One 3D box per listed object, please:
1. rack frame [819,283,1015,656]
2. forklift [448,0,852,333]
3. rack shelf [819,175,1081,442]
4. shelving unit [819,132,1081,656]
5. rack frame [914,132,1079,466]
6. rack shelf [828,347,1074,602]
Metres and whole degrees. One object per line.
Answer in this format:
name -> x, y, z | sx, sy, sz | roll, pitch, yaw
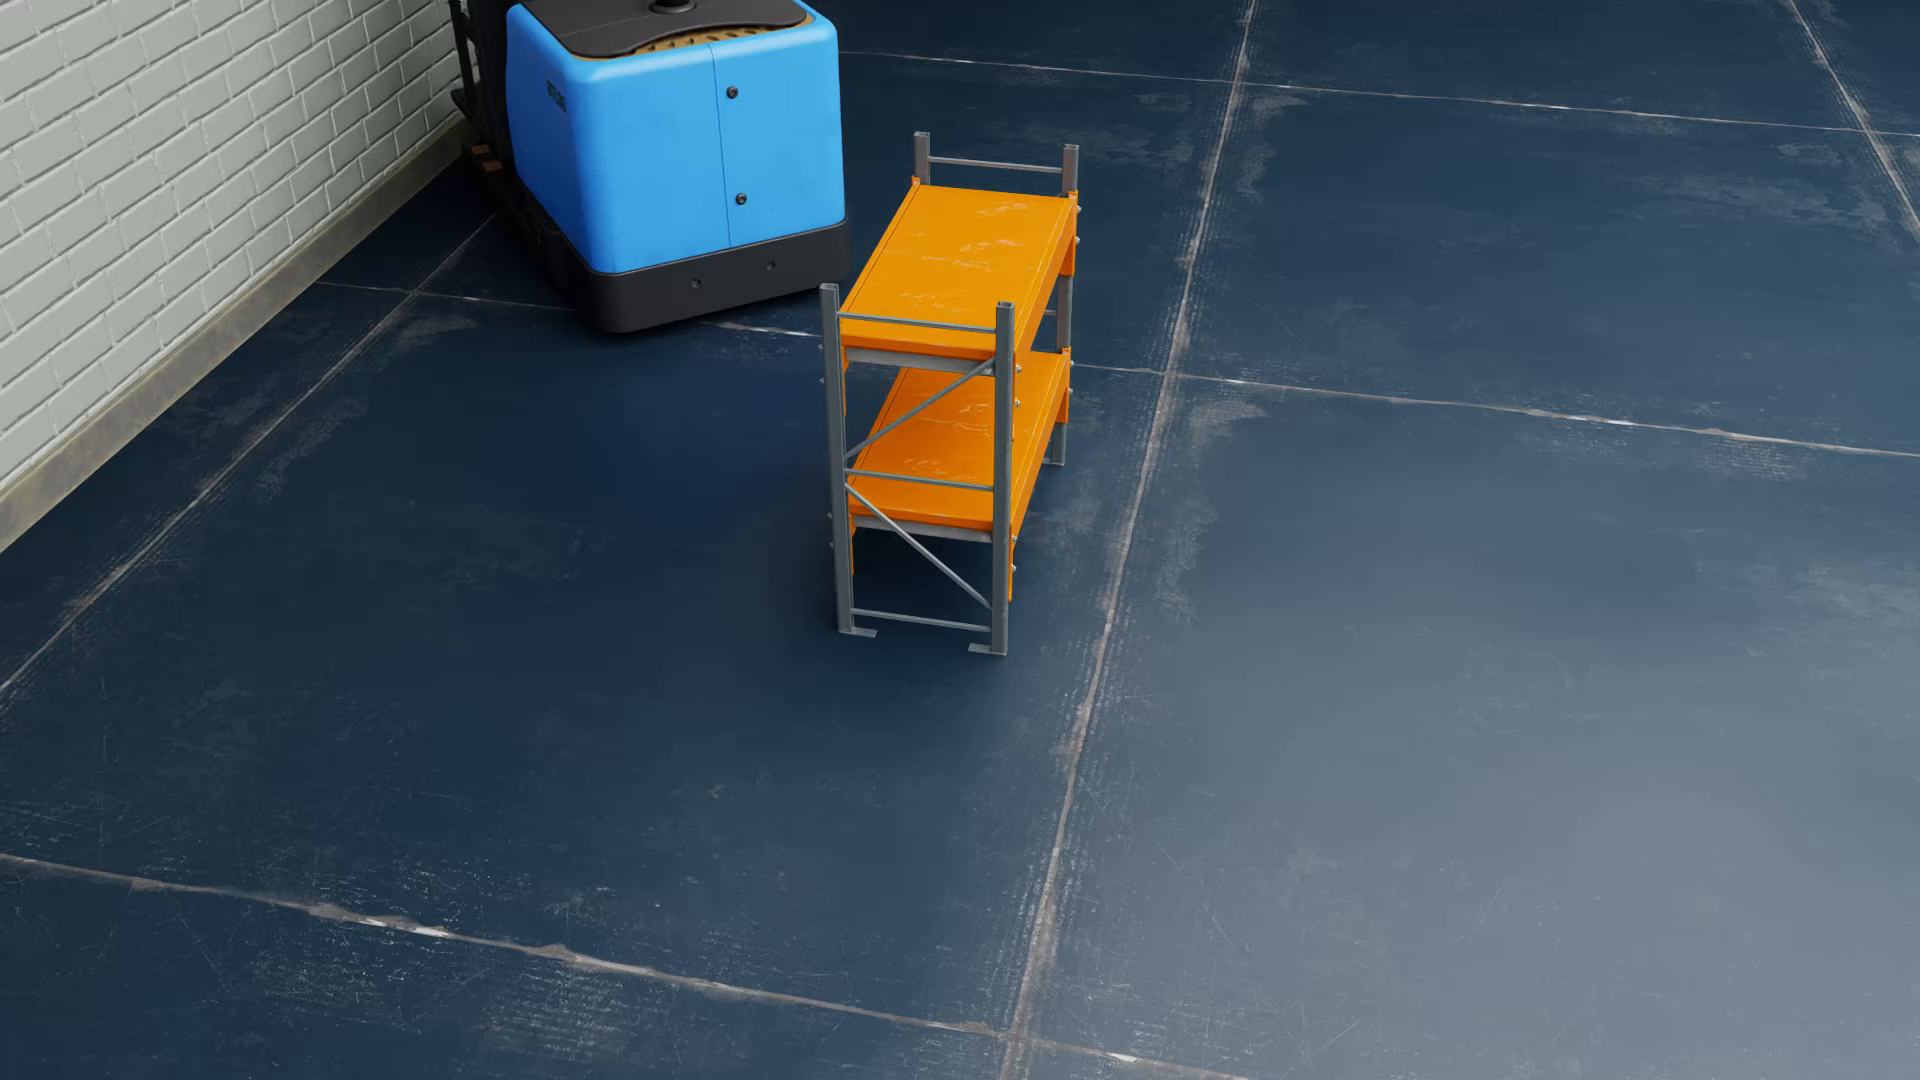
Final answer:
rack frame -> -0.110, -0.160, 4.512 | 0.500, 1.125, 0.032 | 7, 37, 10
forklift -> -1.570, -2.804, 6.622 | 1.130, 2.935, 3.031 | -17, 39, -22
rack shelf -> -0.001, -0.689, 4.743 | 0.538, 0.278, 1.000 | 7, 37, 10
shelving unit -> -0.001, -0.452, 4.915 | 0.538, 1.125, 1.048 | 7, 37, 10
rack frame -> 0.107, -0.743, 5.317 | 0.500, 1.125, 0.032 | 7, 37, 10
rack shelf -> -0.001, -0.254, 5.058 | 0.538, 0.278, 1.000 | 7, 37, 10
